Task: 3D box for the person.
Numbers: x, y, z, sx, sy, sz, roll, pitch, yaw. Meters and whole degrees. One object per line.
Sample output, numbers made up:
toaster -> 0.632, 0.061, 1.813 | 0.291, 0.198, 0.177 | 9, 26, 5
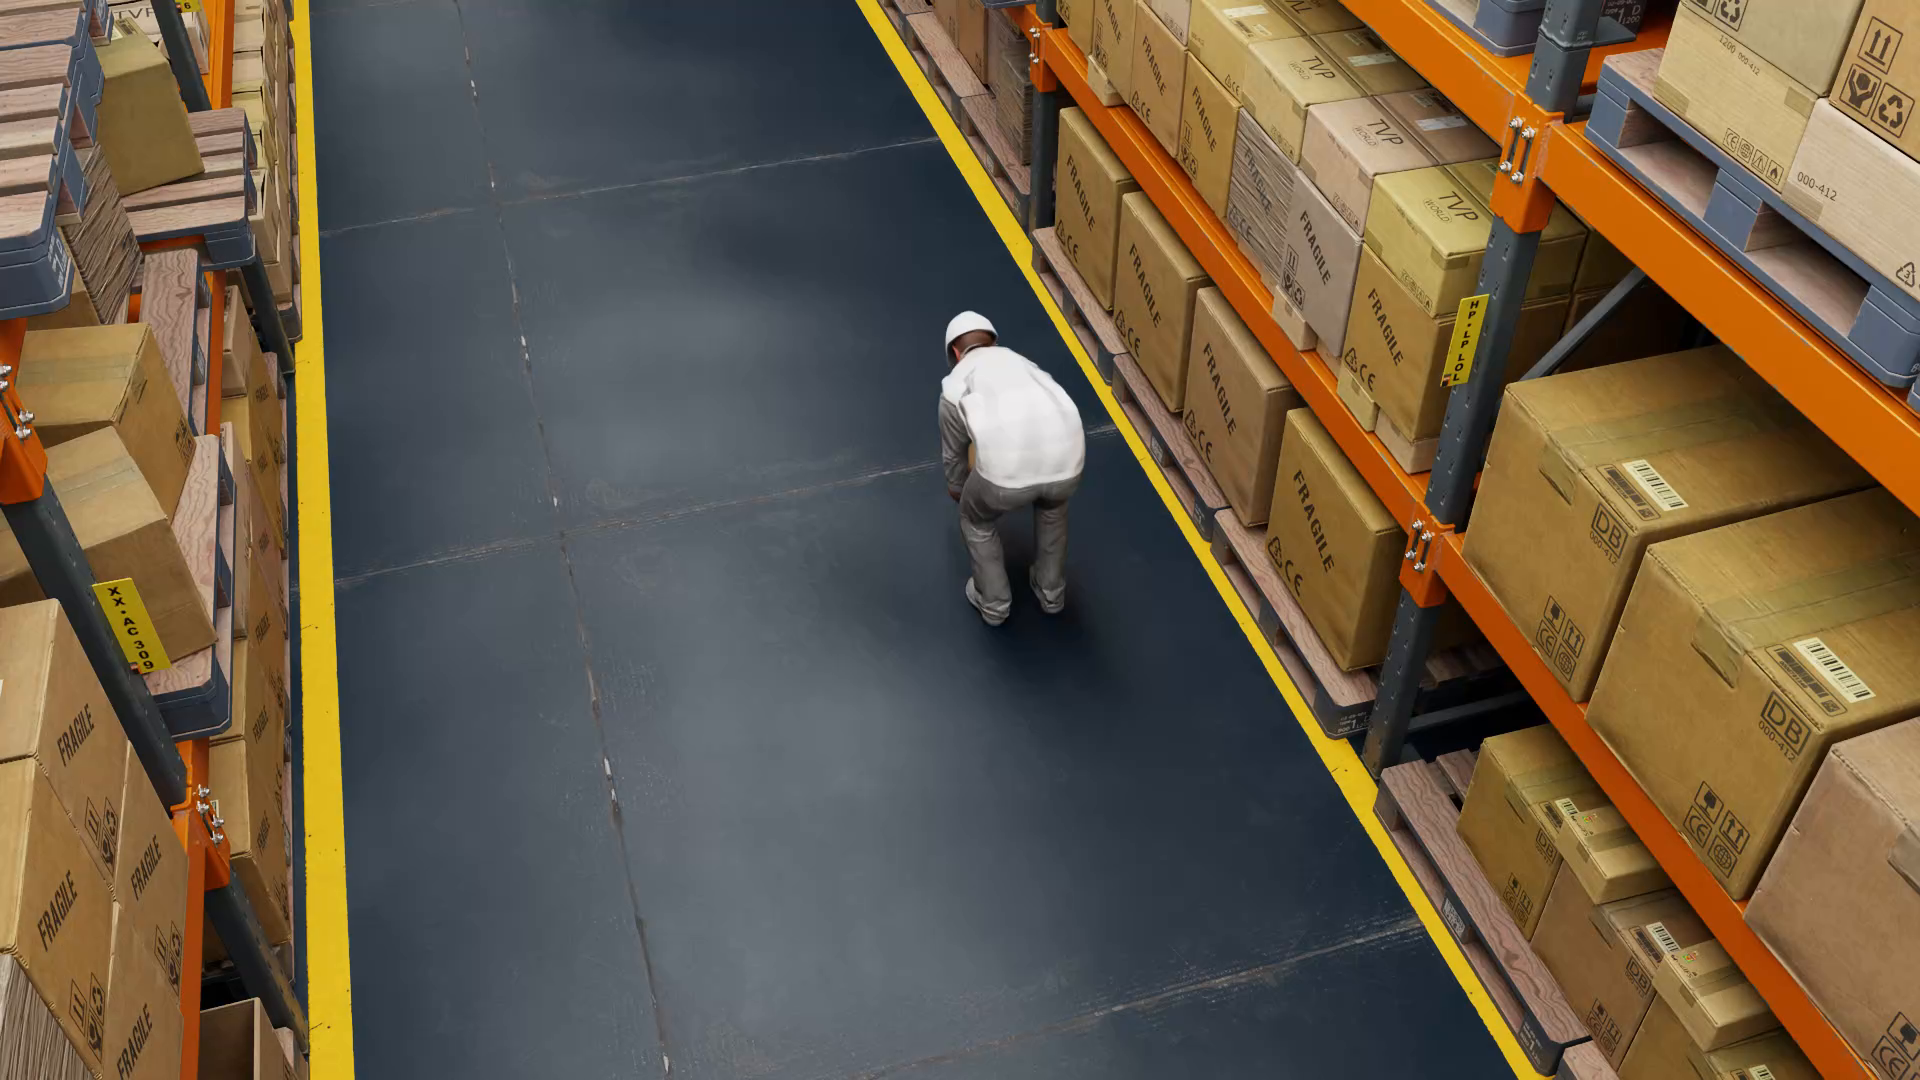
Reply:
person -> 0.171, -0.306, 6.976 | 0.473, 1.112, 1.011 | -12, 43, -13
